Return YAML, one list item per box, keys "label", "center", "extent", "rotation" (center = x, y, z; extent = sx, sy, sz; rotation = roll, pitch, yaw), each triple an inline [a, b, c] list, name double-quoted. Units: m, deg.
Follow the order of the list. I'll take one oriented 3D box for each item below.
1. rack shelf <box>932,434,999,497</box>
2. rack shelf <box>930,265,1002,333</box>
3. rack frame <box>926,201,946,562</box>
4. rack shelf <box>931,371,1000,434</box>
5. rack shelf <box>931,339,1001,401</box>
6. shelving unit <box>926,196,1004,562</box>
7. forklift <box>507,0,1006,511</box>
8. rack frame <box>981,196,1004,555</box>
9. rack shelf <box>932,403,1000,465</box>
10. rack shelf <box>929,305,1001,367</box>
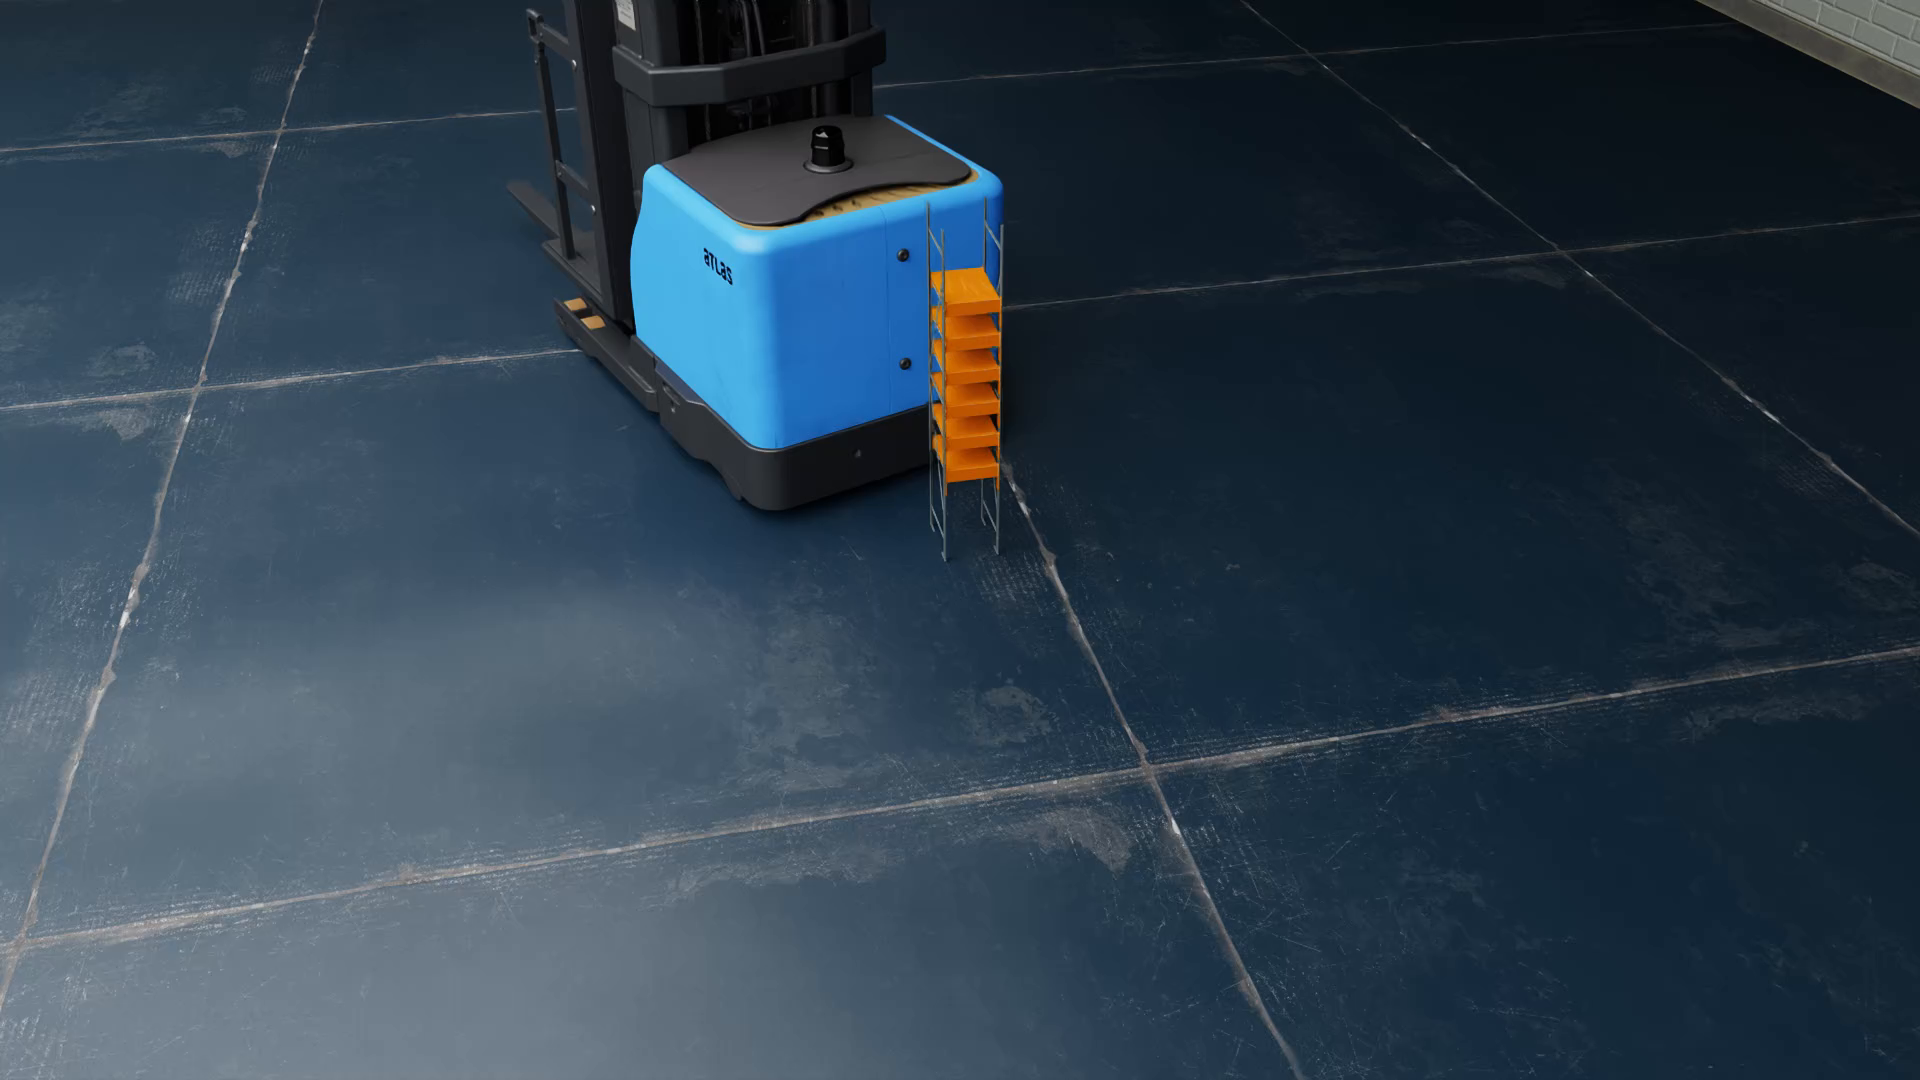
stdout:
- label: "rack shelf"
  center: [0.014, -0.264, 5.577]
  extent: [0.180, 0.103, 0.258]
  rotation: [-7, 35, -11]
- label: "rack shelf"
  center: [0.014, -0.762, 5.242]
  extent: [0.180, 0.103, 0.258]
  rotation: [-7, 35, -11]
- label: "rack frame"
  center: [-0.075, -0.489, 5.402]
  extent: [0.006, 1.200, 0.240]
  rotation: [-7, 35, -11]
- label: "rack shelf"
  center: [0.014, -0.463, 5.443]
  extent: [0.180, 0.103, 0.258]
  rotation: [-7, 35, -11]
- label: "rack shelf"
  center: [0.014, -0.563, 5.376]
  extent: [0.180, 0.103, 0.258]
  rotation: [-7, 35, -11]
- label: "shelving unit"
  center: [0.014, -0.500, 5.418]
  extent: [0.189, 1.200, 0.258]
  rotation: [-7, 35, -11]
- label: "forklift"
  center: [-1.047, -2.104, 6.255]
  extent: [1.130, 2.935, 3.031]
  rotation: [-20, 39, -26]
- label: "rack frame"
  center: [0.103, -0.511, 5.435]
  extent: [0.006, 1.200, 0.240]
  rotation: [-7, 35, -11]
- label: "rack shelf"
  center: [0.014, -0.363, 5.510]
  extent: [0.180, 0.103, 0.258]
  rotation: [-7, 35, -11]
- label: "rack shelf"
  center: [0.014, -0.662, 5.309]
  extent: [0.180, 0.103, 0.258]
  rotation: [-7, 35, -11]
